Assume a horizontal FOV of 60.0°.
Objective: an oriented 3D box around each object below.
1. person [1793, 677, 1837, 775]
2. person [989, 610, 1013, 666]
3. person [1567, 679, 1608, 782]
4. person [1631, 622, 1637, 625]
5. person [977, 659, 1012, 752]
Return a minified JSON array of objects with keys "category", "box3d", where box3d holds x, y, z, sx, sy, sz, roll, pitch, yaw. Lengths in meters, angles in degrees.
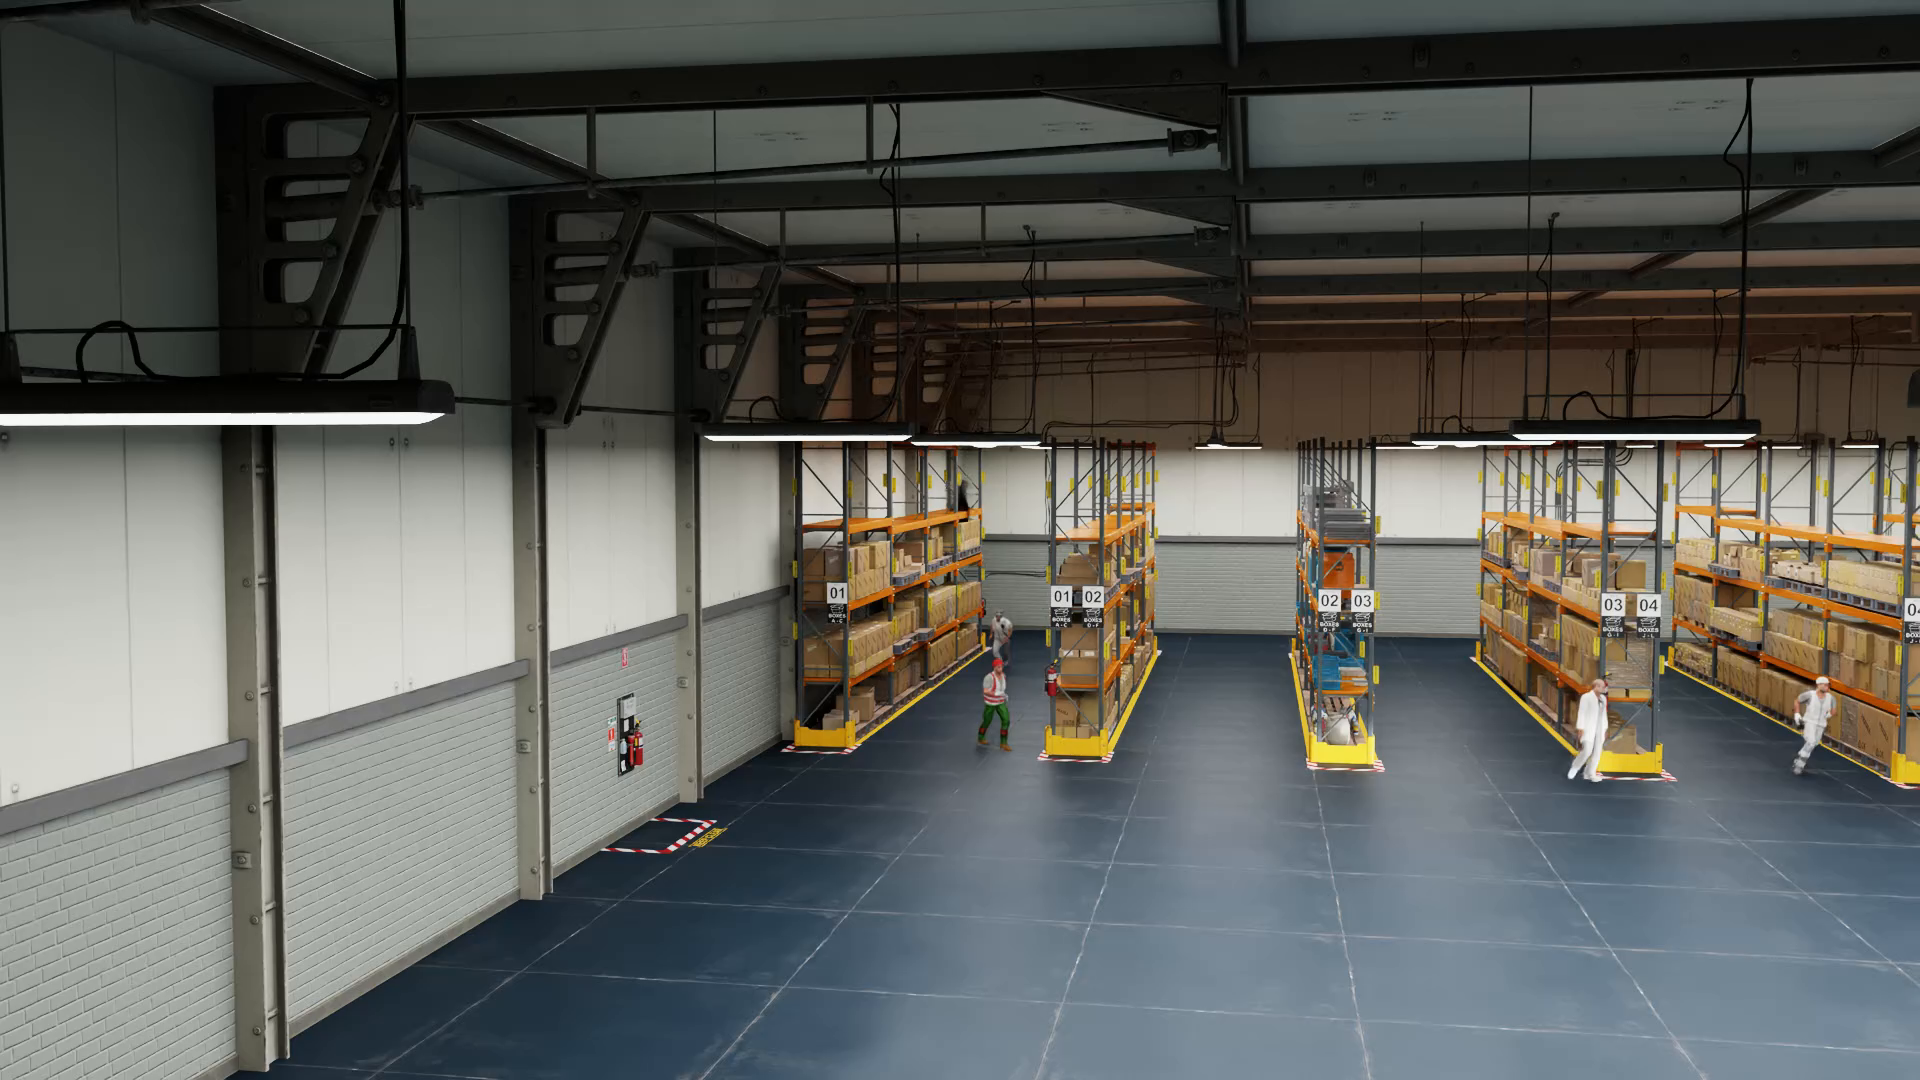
[{"category":"person","box3d":[15.099,3.266,29.491,0.792,1.716,0.743,0,3,2]},{"category":"person","box3d":[1.139,2.608,43.730,0.665,1.609,1.072,1,3,22]},{"category":"person","box3d":[10.941,3.298,28.902,0.734,1.770,0.535,-1,3,-24]},{"category":"person","box3d":[17.767,2.621,43.646,0.511,1.668,0.799,1,3,10]},{"category":"person","box3d":[0.661,3.145,31.903,0.699,1.768,0.975,-2,4,-34]}]
